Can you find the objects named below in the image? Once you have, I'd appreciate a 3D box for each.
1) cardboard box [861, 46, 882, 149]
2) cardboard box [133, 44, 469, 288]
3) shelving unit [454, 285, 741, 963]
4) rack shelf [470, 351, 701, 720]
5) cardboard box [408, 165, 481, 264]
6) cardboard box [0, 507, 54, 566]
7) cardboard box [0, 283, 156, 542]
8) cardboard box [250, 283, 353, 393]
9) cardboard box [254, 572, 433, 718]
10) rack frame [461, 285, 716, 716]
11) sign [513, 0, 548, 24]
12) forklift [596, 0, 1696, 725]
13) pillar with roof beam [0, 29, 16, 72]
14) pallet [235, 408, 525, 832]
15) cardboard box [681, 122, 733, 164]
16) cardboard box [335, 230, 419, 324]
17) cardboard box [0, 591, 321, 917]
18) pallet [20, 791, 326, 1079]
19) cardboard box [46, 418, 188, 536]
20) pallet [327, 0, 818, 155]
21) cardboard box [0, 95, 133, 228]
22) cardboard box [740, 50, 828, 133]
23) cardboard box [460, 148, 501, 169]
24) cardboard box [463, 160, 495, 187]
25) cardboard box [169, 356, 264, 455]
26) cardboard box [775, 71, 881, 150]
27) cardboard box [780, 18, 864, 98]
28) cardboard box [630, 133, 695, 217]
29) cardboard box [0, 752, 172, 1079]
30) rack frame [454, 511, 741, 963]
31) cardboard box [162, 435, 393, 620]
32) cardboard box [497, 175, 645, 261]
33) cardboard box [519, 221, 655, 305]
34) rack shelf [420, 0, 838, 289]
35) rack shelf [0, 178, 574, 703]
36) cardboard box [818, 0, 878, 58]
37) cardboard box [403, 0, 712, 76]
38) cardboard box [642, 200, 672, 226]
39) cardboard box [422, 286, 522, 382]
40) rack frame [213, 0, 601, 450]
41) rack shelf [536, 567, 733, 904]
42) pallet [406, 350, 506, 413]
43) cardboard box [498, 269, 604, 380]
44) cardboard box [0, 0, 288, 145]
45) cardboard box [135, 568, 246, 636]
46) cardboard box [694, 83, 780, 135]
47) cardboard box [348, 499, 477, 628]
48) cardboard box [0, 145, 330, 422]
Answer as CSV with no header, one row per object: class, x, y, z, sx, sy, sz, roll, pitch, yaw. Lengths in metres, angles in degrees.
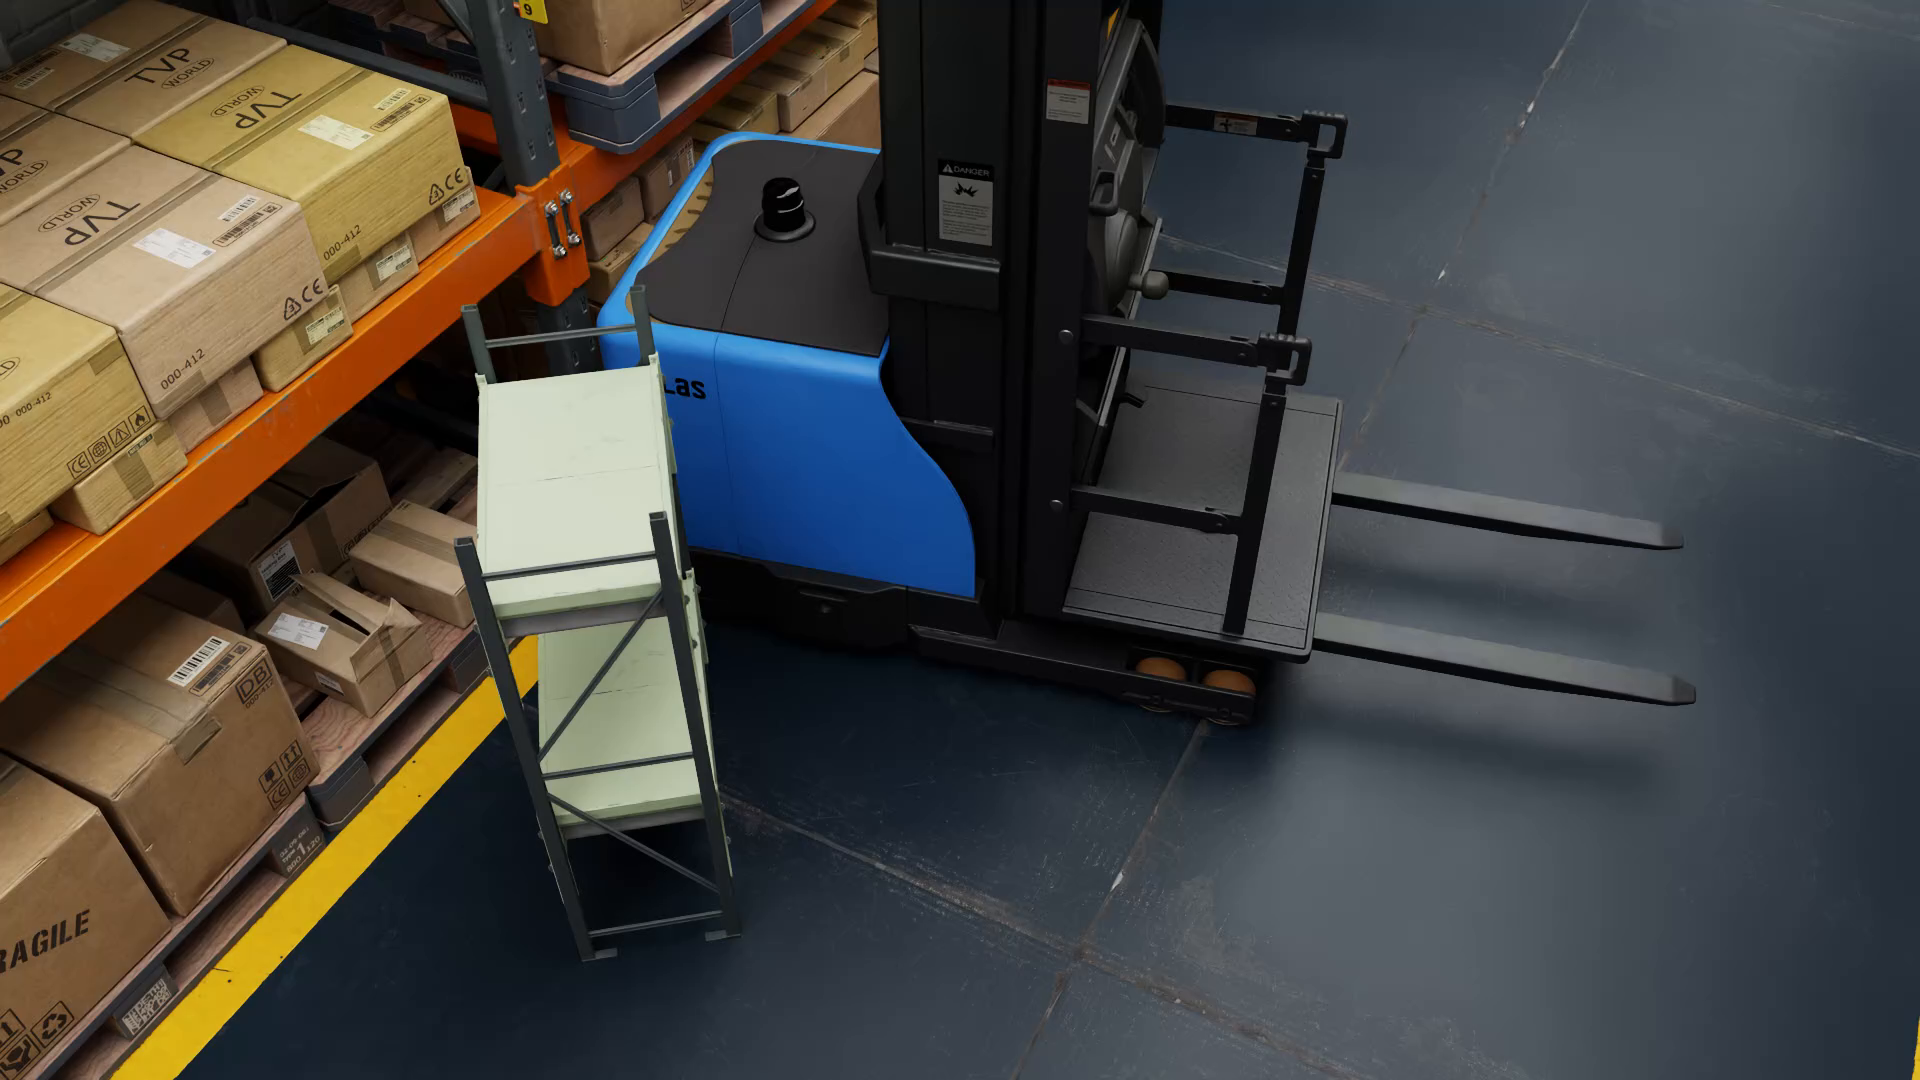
cardboard box,-0.372,-1.713,6.296,0.500,0.500,0.500,19,48,18
cardboard box,-1.537,-0.888,3.915,0.500,0.250,0.500,22,49,20
shelving unit,-0.828,0.249,3.949,0.431,1.500,0.755,-8,46,-8
rack shelf,-0.828,-0.025,3.672,0.431,0.370,0.720,-8,46,-8
cardboard box,-1.441,-0.864,4.172,0.380,0.149,0.250,21,49,20
cardboard box,-2.100,-0.069,3.386,0.380,0.149,0.250,21,49,20
cardboard box,-1.999,-0.257,3.292,0.500,0.250,0.500,20,49,19
cardboard box,-1.642,-0.522,3.833,0.380,0.149,0.250,22,49,20
cardboard box,-1.681,0.249,4.522,0.396,0.266,0.258,22,49,20
rack frame,-0.897,-0.006,4.202,0.400,1.500,0.023,-8,46,-8
sign,-1.032,-1.367,3.883,0.100,0.325,0.005,20,49,19
forklift,0.604,-0.923,4.102,3.031,2.935,1.130,10,46,10
pillar with roof beam,1.175,-1.783,0.686,9.100,9.000,0.400,20,49,19
pallet,-1.836,0.176,4.928,1.003,0.211,1.213,20,49,19
cardboard box,-0.945,-1.238,5.370,0.380,0.149,0.250,18,48,17
cardboard box,-1.542,-0.693,4.003,0.380,0.149,0.250,22,49,20
cardboard box,-2.092,0.480,4.129,0.700,0.500,0.500,19,48,18
pallet,-2.401,0.947,4.166,1.003,0.211,1.213,20,49,19
cardboard box,-1.881,-0.195,3.510,0.380,0.149,0.250,20,49,18
pallet,-1.049,-1.637,4.894,1.003,0.211,1.213,20,49,19
cardboard box,-2.212,-0.748,3.776,0.500,0.250,0.500,20,49,19
cardboard box,-0.681,-1.560,5.689,0.380,0.149,0.250,20,49,19
cardboard box,-1.484,-1.229,5.361,0.380,0.149,0.250,20,49,19
cardboard box,-1.601,-1.061,5.196,0.380,0.149,0.250,19,48,18
cardboard box,-1.787,-0.365,3.679,0.380,0.149,0.250,22,49,20
cardboard box,-0.619,-1.388,5.975,0.500,0.500,0.500,19,48,18
cardboard box,-0.564,-1.715,5.843,0.380,0.149,0.250,22,49,20
cardboard box,-1.036,-1.156,5.081,0.380,0.149,0.250,18,48,17
cardboard box,-2.240,0.834,3.779,0.500,0.500,0.500,21,49,20
rack frame,-0.759,0.505,3.696,0.400,1.500,0.023,-8,46,-8
cardboard box,-2.033,-0.101,4.836,0.500,0.311,0.500,22,49,20
cardboard box,-1.168,-0.997,4.923,0.380,0.149,0.250,20,49,18
cardboard box,-1.114,-0.872,5.009,0.380,0.149,0.250,23,50,21
rack shelf,-0.588,-2.244,5.865,1.077,0.370,4.000,20,49,19
rack shelf,-2.445,0.276,3.374,1.077,0.370,4.000,20,49,19
cardboard box,-0.464,-1.895,6.020,0.380,0.149,0.250,21,49,19
cardboard box,-1.094,-1.651,4.407,0.700,0.500,0.500,22,49,20
cardboard box,-1.054,-1.072,5.207,0.380,0.149,0.250,19,48,18
cardboard box,-1.551,-0.913,5.506,0.500,0.500,0.500,20,49,19
rack frame,-1.516,-1.237,4.364,1.000,3.000,0.127,20,49,19
rack shelf,-0.828,0.478,4.181,0.431,0.370,0.720,-8,46,-8
pallet,-1.172,-0.782,5.874,1.003,0.211,1.213,20,49,19
cardboard box,-1.093,-0.736,5.331,0.500,0.500,0.500,22,49,21
cardboard box,-1.986,-1.066,4.091,0.500,0.250,0.500,20,49,19
cardboard box,-2.234,0.229,4.624,0.380,0.149,0.250,20,49,19
cardboard box,-0.830,-1.415,5.545,0.380,0.149,0.250,20,49,18
cardboard box,-1.515,0.065,4.786,0.380,0.149,0.250,19,48,18
cardboard box,-1.756,-0.567,3.598,0.500,0.250,0.500,21,49,19
